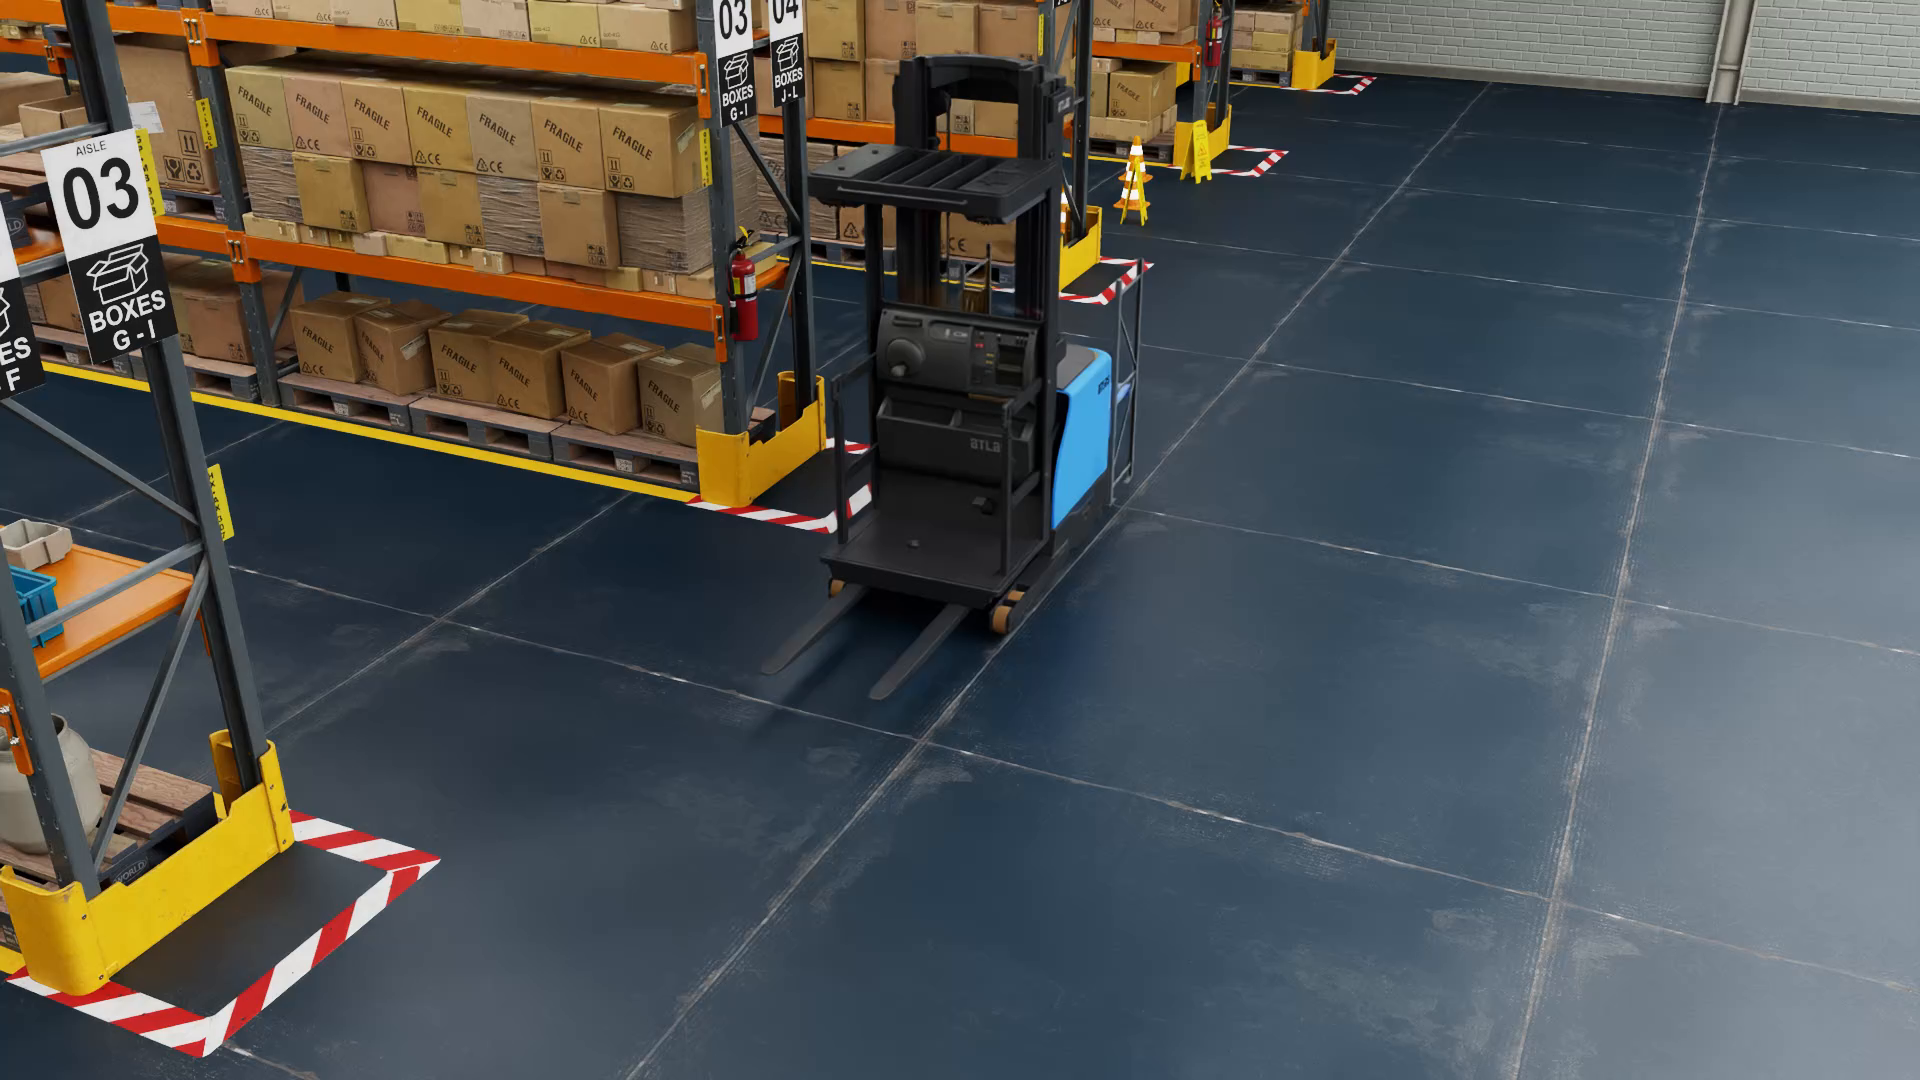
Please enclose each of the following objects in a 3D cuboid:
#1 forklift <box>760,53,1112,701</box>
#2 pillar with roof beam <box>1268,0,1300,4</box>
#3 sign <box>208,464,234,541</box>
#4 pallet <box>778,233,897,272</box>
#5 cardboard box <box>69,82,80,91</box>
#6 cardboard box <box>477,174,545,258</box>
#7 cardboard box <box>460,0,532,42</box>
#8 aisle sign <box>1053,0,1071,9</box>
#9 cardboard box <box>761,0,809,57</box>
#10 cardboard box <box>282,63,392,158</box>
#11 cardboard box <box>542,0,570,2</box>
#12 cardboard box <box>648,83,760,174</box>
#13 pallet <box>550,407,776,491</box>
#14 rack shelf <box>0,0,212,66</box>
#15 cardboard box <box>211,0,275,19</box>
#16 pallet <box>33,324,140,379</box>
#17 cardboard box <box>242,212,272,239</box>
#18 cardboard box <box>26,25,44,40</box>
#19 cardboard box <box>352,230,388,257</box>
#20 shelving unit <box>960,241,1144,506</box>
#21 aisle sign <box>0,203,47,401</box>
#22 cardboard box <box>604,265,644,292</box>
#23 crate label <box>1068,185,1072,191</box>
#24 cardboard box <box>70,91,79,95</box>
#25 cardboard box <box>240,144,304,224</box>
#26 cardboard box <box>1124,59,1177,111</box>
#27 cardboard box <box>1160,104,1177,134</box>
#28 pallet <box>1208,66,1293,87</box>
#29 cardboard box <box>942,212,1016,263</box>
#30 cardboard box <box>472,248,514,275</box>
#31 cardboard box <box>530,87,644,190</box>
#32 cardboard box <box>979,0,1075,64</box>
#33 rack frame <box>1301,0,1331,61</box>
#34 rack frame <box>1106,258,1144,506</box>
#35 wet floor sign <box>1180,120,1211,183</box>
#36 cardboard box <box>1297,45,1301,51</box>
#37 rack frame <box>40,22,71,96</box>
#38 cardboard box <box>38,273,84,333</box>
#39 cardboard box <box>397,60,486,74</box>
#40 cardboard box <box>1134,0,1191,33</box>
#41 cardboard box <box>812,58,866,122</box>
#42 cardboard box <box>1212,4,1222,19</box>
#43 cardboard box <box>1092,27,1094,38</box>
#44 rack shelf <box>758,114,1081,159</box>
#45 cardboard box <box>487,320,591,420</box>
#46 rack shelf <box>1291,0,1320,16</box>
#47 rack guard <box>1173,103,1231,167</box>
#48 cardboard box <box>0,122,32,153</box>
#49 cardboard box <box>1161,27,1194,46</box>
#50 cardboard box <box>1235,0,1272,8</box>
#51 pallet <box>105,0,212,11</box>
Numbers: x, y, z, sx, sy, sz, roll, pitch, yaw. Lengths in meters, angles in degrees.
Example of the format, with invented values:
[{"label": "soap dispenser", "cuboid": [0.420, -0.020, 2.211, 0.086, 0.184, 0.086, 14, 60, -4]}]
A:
[{"label": "forklift", "cuboid": [-0.104, -1.001, 8.966, 1.130, 2.935, 3.031, 11, 28, 21]}, {"label": "pillar with roof beam", "cuboid": [2.873, -9.224, 18.798, 0.400, 9.000, 9.100, 11, 28, 22]}, {"label": "sign", "cuboid": [-3.056, -0.146, 6.837, 0.005, 0.325, 0.100, 11, 28, 22]}, {"label": "pallet", "cuboid": [-0.959, -2.856, 15.812, 1.213, 0.211, 1.003, 11, 28, 22]}, {"label": "cardboard box", "cuboid": [-10.470, -5.360, 19.819, 0.250, 0.149, 0.380, 13, 29, 24]}, {"label": "cardboard box", "cuboid": [-2.669, -2.235, 10.943, 0.500, 0.500, 0.875, 11, 28, 22]}, {"label": "cardboard box", "cuboid": [-2.700, -3.245, 10.218, 0.500, 0.250, 0.500, 12, 29, 23]}, {"label": "aisle sign", "cuboid": [0.848, -4.802, 13.663, 0.004, 0.787, 0.394, 11, 28, 22]}, {"label": "cardboard box", "cuboid": [-1.428, -4.763, 15.136, 0.550, 0.550, 0.875, 11, 28, 22]}, {"label": "cardboard box", "cuboid": [-4.118, -2.876, 11.113, 0.500, 0.500, 0.500, 11, 28, 22]}, {"label": "cardboard box", "cuboid": [-2.340, -3.313, 9.905, 0.250, 0.149, 0.380, 12, 28, 22]}, {"label": "cardboard box", "cuboid": [-1.625, -2.630, 10.614, 0.500, 0.500, 0.500, 11, 28, 22]}, {"label": "pallet", "cuboid": [-2.031, -0.719, 11.470, 1.213, 0.211, 1.003, 11, 28, 22]}, {"label": "rack shelf", "cuboid": [-6.699, -3.913, 12.220, 4.000, 0.370, 1.077, 11, 28, 22]}, {"label": "cardboard box", "cuboid": [-4.575, -3.617, 10.975, 0.500, 0.250, 0.500, 10, 28, 20]}, {"label": "pallet", "cuboid": [-6.702, -1.637, 13.337, 1.213, 0.211, 1.003, 11, 28, 22]}, {"label": "cardboard box", "cuboid": [-4.807, -2.251, 11.711, 0.250, 0.149, 0.380, 11, 28, 22]}, {"label": "cardboard box", "cuboid": [-10.373, -5.808, 18.936, 0.250, 0.149, 0.380, 11, 28, 21]}, {"label": "cardboard box", "cuboid": [-3.904, -2.062, 11.326, 0.250, 0.149, 0.380, 11, 28, 22]}, {"label": "shelving unit", "cuboid": [0.576, -1.079, 10.744, 1.048, 1.500, 0.538, 10, 28, 20]}, {"label": "aisle sign", "cuboid": [-3.345, -0.835, 5.607, 0.004, 0.787, 0.394, 11, 28, 22]}, {"label": "cardboard box", "cuboid": [-2.058, -1.720, 10.633, 0.250, 0.149, 0.380, 11, 28, 22]}, {"label": "crate label", "cuboid": [1.048, -3.664, 17.536, 0.298, 0.136, 0.250, -2, 26, -5]}, {"label": "cardboard box", "cuboid": [-10.447, -5.100, 19.290, 0.250, 0.149, 0.380, 12, 29, 23]}, {"label": "cardboard box", "cuboid": [-4.494, -2.595, 11.676, 0.500, 0.500, 0.875, 11, 28, 22]}, {"label": "cardboard box", "cuboid": [2.223, -5.332, 19.472, 0.500, 0.500, 0.500, 10, 28, 20]}, {"label": "cardboard box", "cuboid": [2.245, -4.991, 19.629, 0.500, 0.250, 0.500, 11, 28, 21]}, {"label": "pallet", "cuboid": [4.203, -6.646, 23.510, 1.213, 0.211, 1.003, 11, 28, 22]}, {"label": "cardboard box", "cuboid": [0.263, -3.101, 15.083, 0.875, 0.875, 0.875, 12, 28, 22]}, {"label": "cardboard box", "cuboid": [-2.991, -1.881, 10.960, 0.250, 0.149, 0.380, 11, 28, 22]}, {"label": "cardboard box", "cuboid": [-2.298, -2.510, 10.370, 0.500, 0.500, 0.500, 11, 28, 22]}, {"label": "cardboard box", "cuboid": [0.586, -4.404, 14.407, 0.550, 0.550, 0.875, 11, 28, 22]}, {"label": "rack frame", "cuboid": [4.916, -7.774, 22.644, 0.127, 3.000, 1.000, 11, 28, 22]}, {"label": "rack frame", "cuboid": [1.047, -0.995, 10.573, 0.032, 1.500, 0.500, 10, 28, 20]}, {"label": "wet floor sign", "cuboid": [2.595, -4.256, 18.165, 0.232, 0.644, 0.267, 23, 35, 39]}, {"label": "cardboard box", "cuboid": [4.550, -6.897, 23.501, 0.500, 0.250, 0.500, 11, 28, 22]}, {"label": "rack frame", "cuboid": [-10.016, -5.963, 18.965, 0.127, 3.000, 1.000, 11, 28, 22]}, {"label": "cardboard box", "cuboid": [-6.872, -2.020, 13.289, 0.500, 0.500, 0.700, 14, 29, 26]}, {"label": "cardboard box", "cuboid": [-3.445, -2.997, 11.359, 0.500, 0.500, 0.500, 11, 28, 22]}, {"label": "cardboard box", "cuboid": [2.257, -5.944, 18.478, 0.500, 0.500, 0.500, 11, 28, 21]}, {"label": "cardboard box", "cuboid": [-0.916, -4.211, 15.237, 0.500, 0.550, 0.875, 11, 28, 22]}, {"label": "cardboard box", "cuboid": [3.437, -7.316, 23.218, 0.500, 0.250, 0.500, 12, 29, 22]}, {"label": "cardboard box", "cuboid": [1.513, -5.843, 19.006, 0.250, 0.149, 0.380, 12, 29, 23]}, {"label": "rack shelf", "cuboid": [-0.913, -3.812, 15.411, 4.000, 0.370, 1.077, 11, 28, 22]}, {"label": "cardboard box", "cuboid": [-2.919, -1.198, 11.643, 0.500, 0.500, 0.500, 14, 30, 27]}, {"label": "rack shelf", "cuboid": [3.096, -7.817, 23.546, 4.000, 0.370, 1.077, 11, 28, 22]}, {"label": "rack guard", "cuboid": [2.796, -4.670, 19.169, 0.348, 0.500, 1.175, 11, 28, 22]}, {"label": "cardboard box", "cuboid": [-7.089, -2.978, 12.597, 0.500, 0.250, 0.500, 11, 28, 20]}, {"label": "cardboard box", "cuboid": [2.436, -5.647, 18.609, 0.250, 0.149, 0.380, 12, 29, 24]}, {"label": "cardboard box", "cuboid": [4.101, -7.431, 23.454, 0.500, 0.250, 0.500, 11, 28, 22]}, {"label": "pallet", "cuboid": [-5.396, -3.941, 11.676, 1.003, 0.211, 1.213, 11, 28, 22]}]
